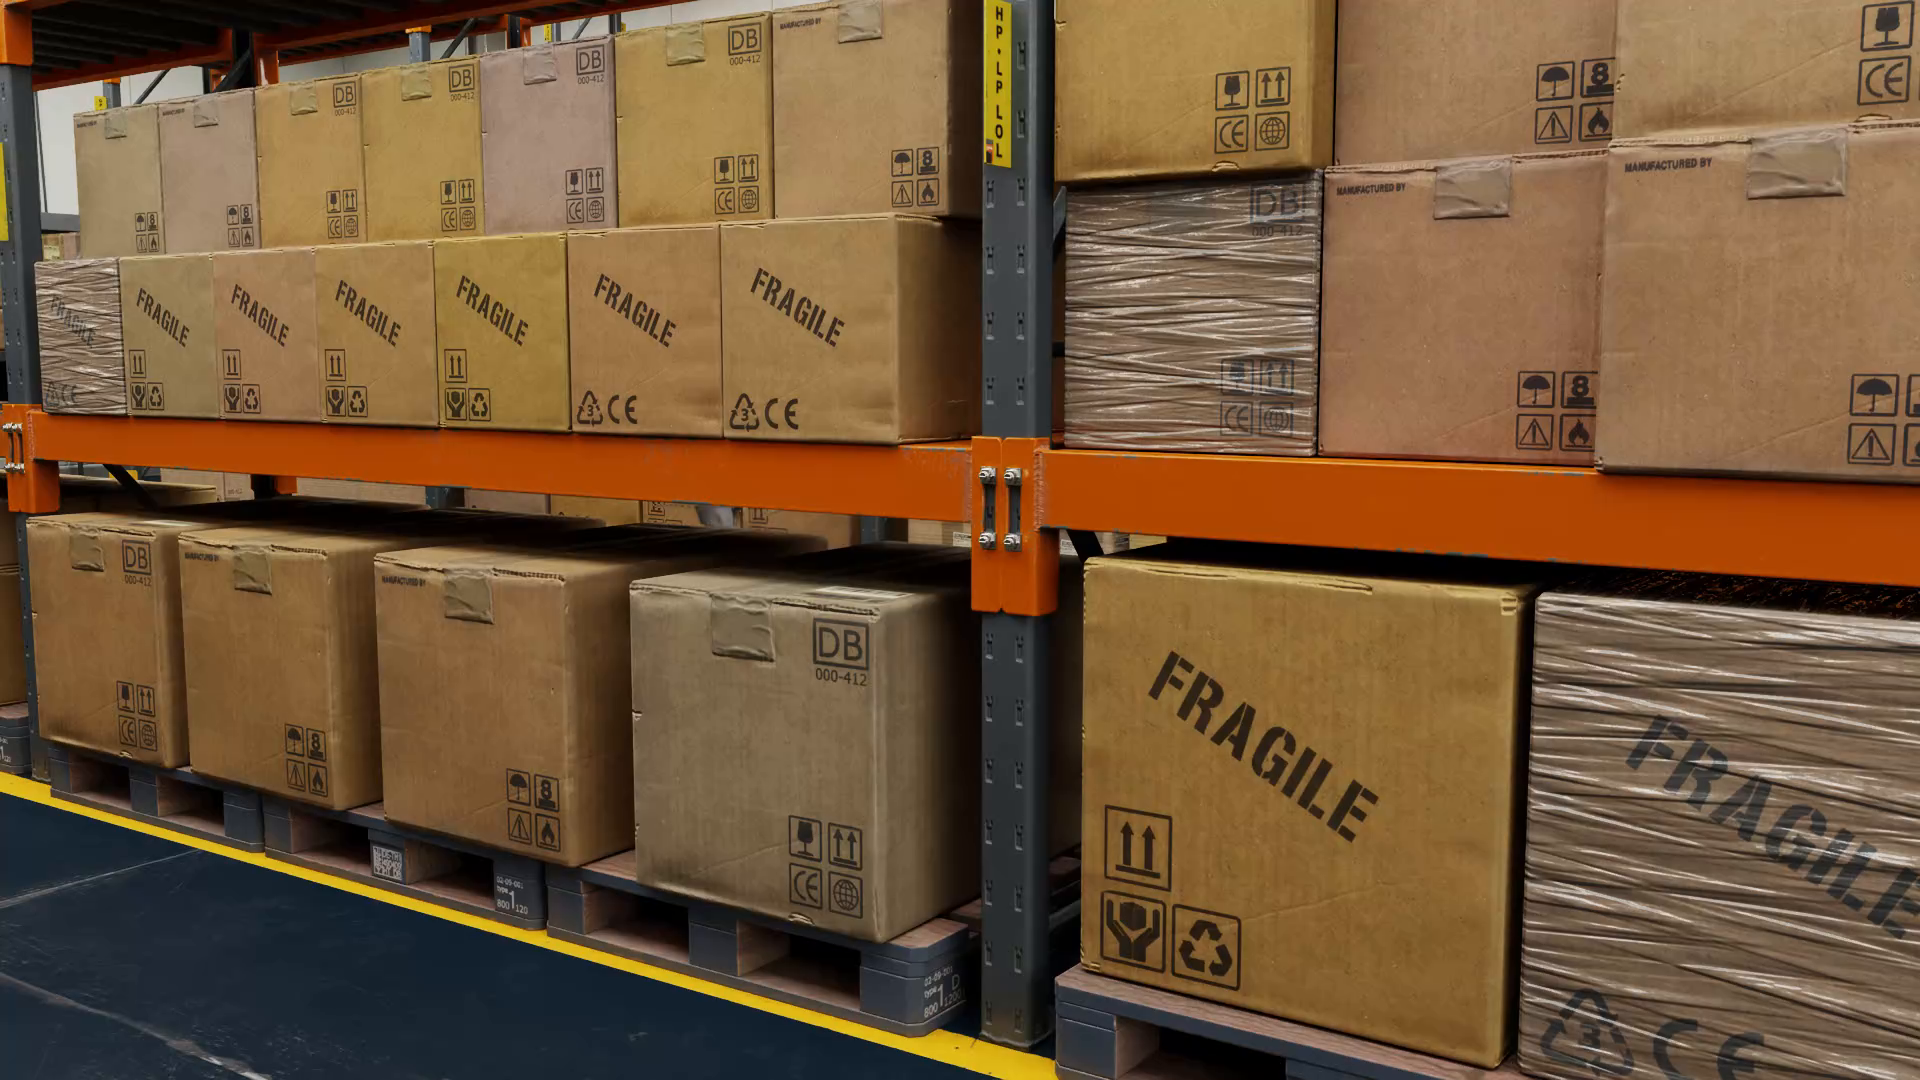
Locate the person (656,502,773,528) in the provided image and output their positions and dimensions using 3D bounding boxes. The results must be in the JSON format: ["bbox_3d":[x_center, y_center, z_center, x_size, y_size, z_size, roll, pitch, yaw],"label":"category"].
[{"bbox_3d":[-1.318,-0.328,8.654,0.973,1.634,0.521,5,8,40],"label":"person"}]
